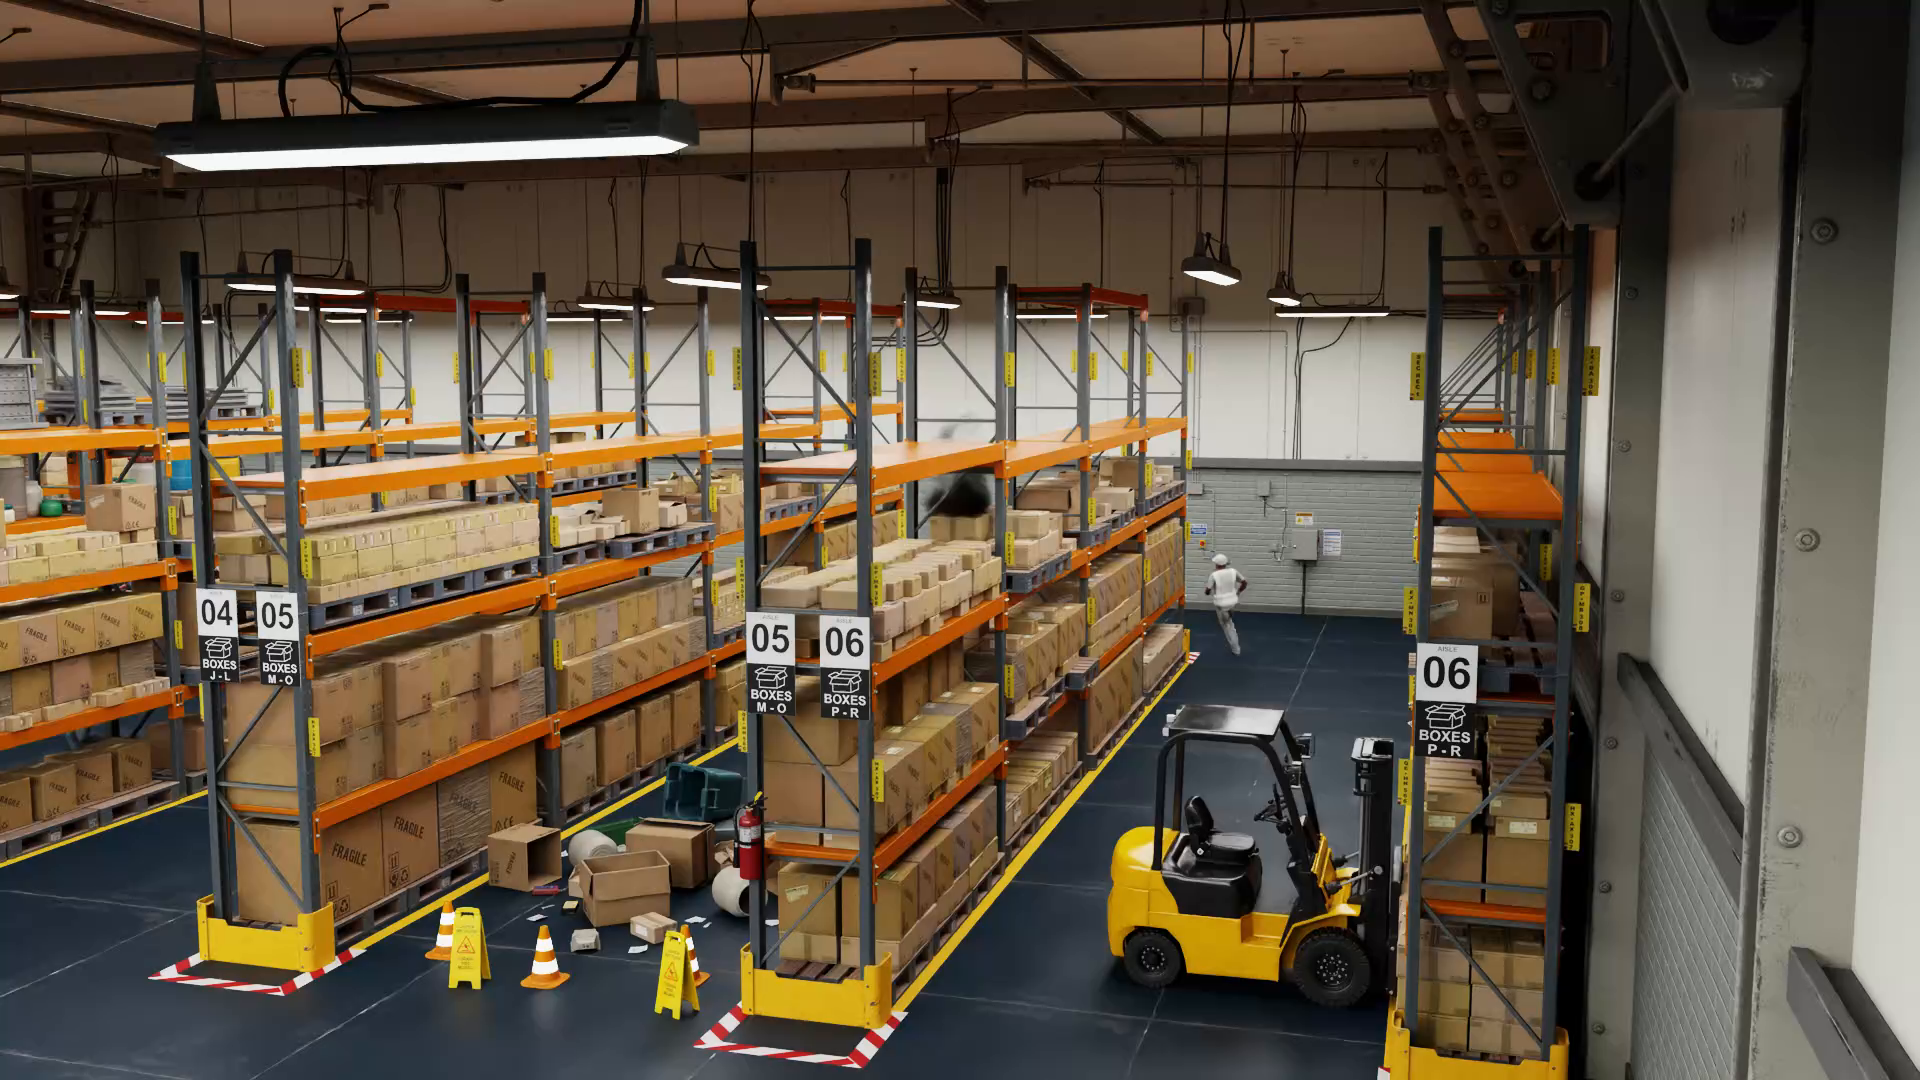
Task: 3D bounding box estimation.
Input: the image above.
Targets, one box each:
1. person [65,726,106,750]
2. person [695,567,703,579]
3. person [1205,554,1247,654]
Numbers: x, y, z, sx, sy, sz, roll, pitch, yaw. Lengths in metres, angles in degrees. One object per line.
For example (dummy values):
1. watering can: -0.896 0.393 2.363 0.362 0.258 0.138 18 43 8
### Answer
1. person: -10.858 2.011 20.590 0.696 1.718 0.605 2 7 14
2. person: -4.092 1.296 27.036 0.660 1.760 0.843 3 7 24
3. person: 4.526 1.104 28.597 0.738 1.753 0.613 -3 7 -22
